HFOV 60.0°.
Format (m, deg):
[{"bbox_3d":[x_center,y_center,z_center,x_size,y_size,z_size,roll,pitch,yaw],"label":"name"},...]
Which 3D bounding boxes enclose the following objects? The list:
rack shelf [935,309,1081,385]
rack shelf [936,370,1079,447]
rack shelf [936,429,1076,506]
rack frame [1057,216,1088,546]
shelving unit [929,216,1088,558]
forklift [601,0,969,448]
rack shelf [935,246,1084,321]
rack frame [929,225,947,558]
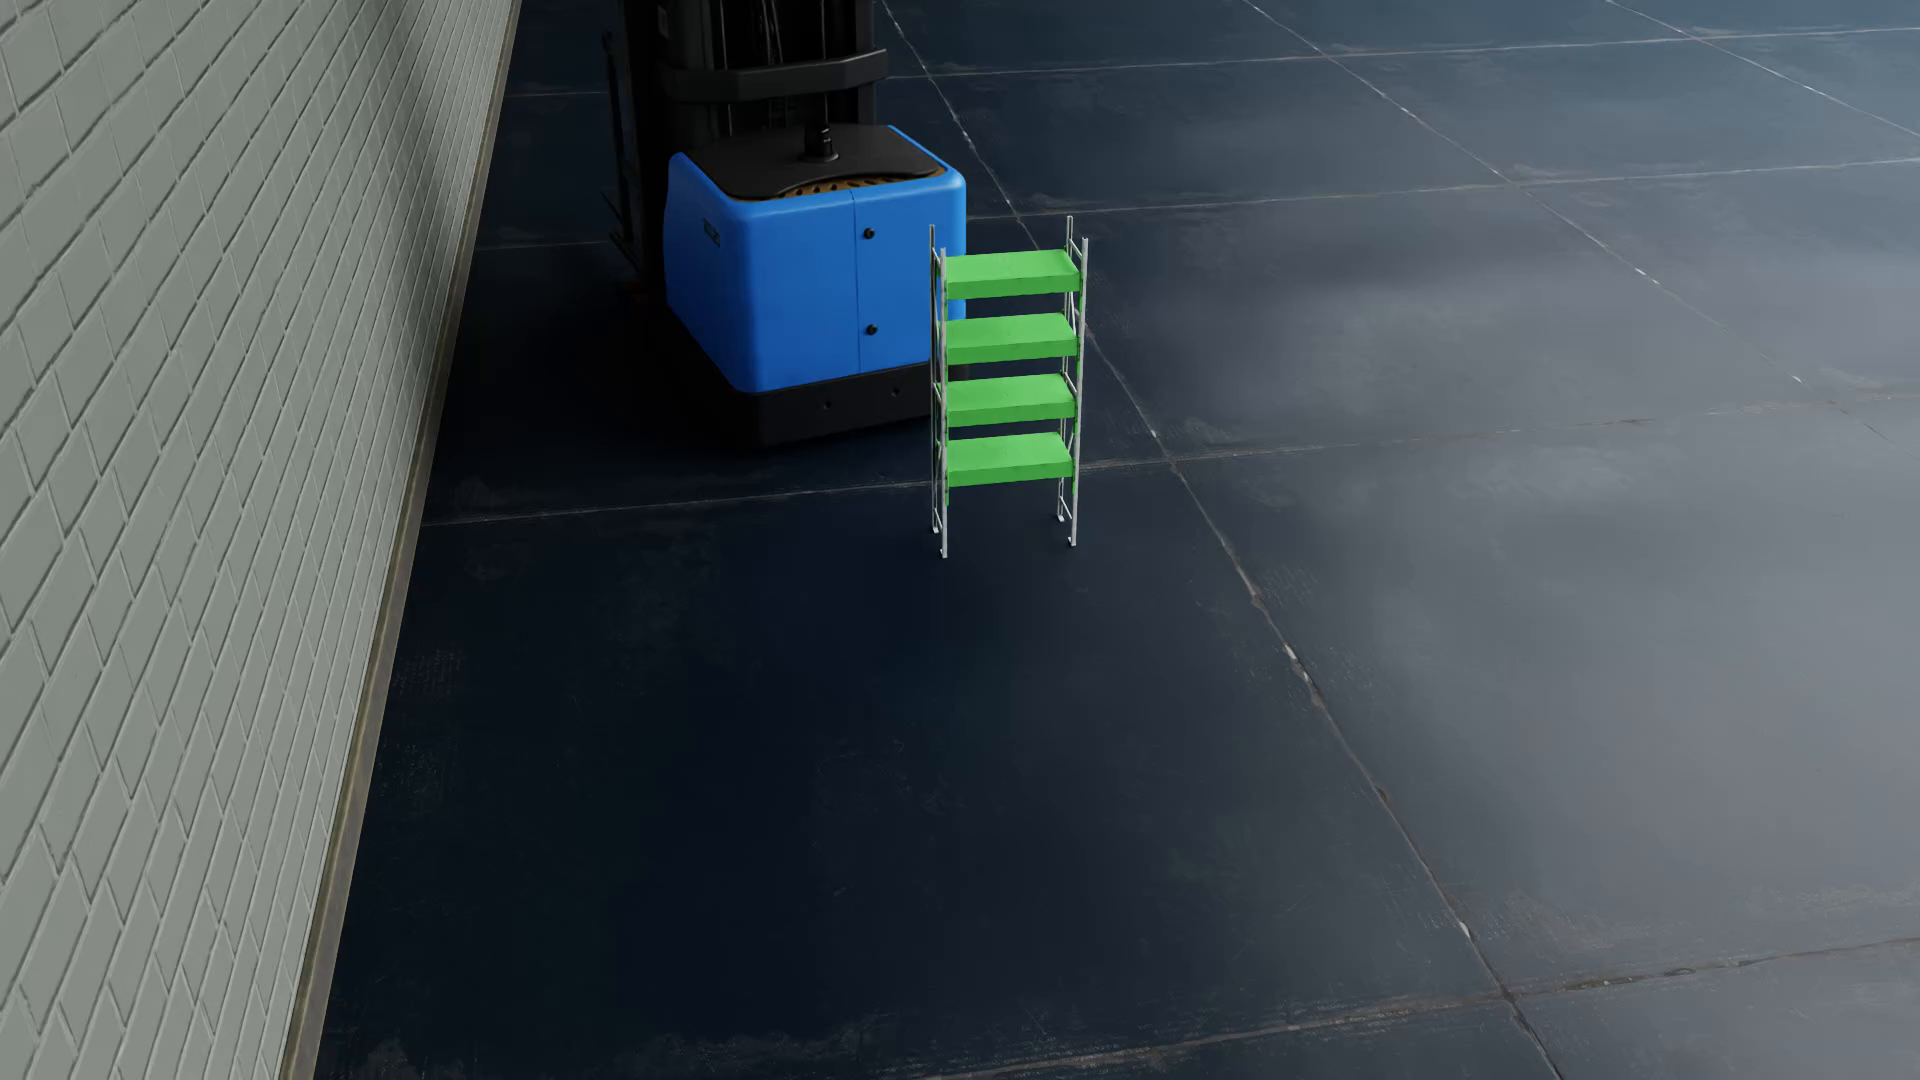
[{"bbox_3d":[0.163,-0.684,5.882,0.480,0.148,0.258,-5,31,-9],"label":"rack shelf"},{"bbox_3d":[0.163,-0.477,6.004,0.480,0.148,0.258,-5,31,-9],"label":"rack shelf"},{"bbox_3d":[0.163,-0.270,6.126,0.480,0.148,0.258,-5,31,-9],"label":"rack shelf"},{"bbox_3d":[0.403,-0.555,6.009,0.015,1.200,0.240,-5,31,-9],"label":"rack frame"},{"bbox_3d":[0.163,-0.532,5.972,0.503,1.200,0.258,-5,31,-9],"label":"shelving unit"},{"bbox_3d":[-1.028,-2.366,7.382,1.130,2.935,3.031,-13,33,-21],"label":"forklift"},{"bbox_3d":[0.163,-0.891,5.761,0.480,0.148,0.258,-5,31,-9],"label":"rack shelf"},{"bbox_3d":[-0.077,-0.510,5.934,0.015,1.200,0.240,-5,31,-9],"label":"rack frame"}]
